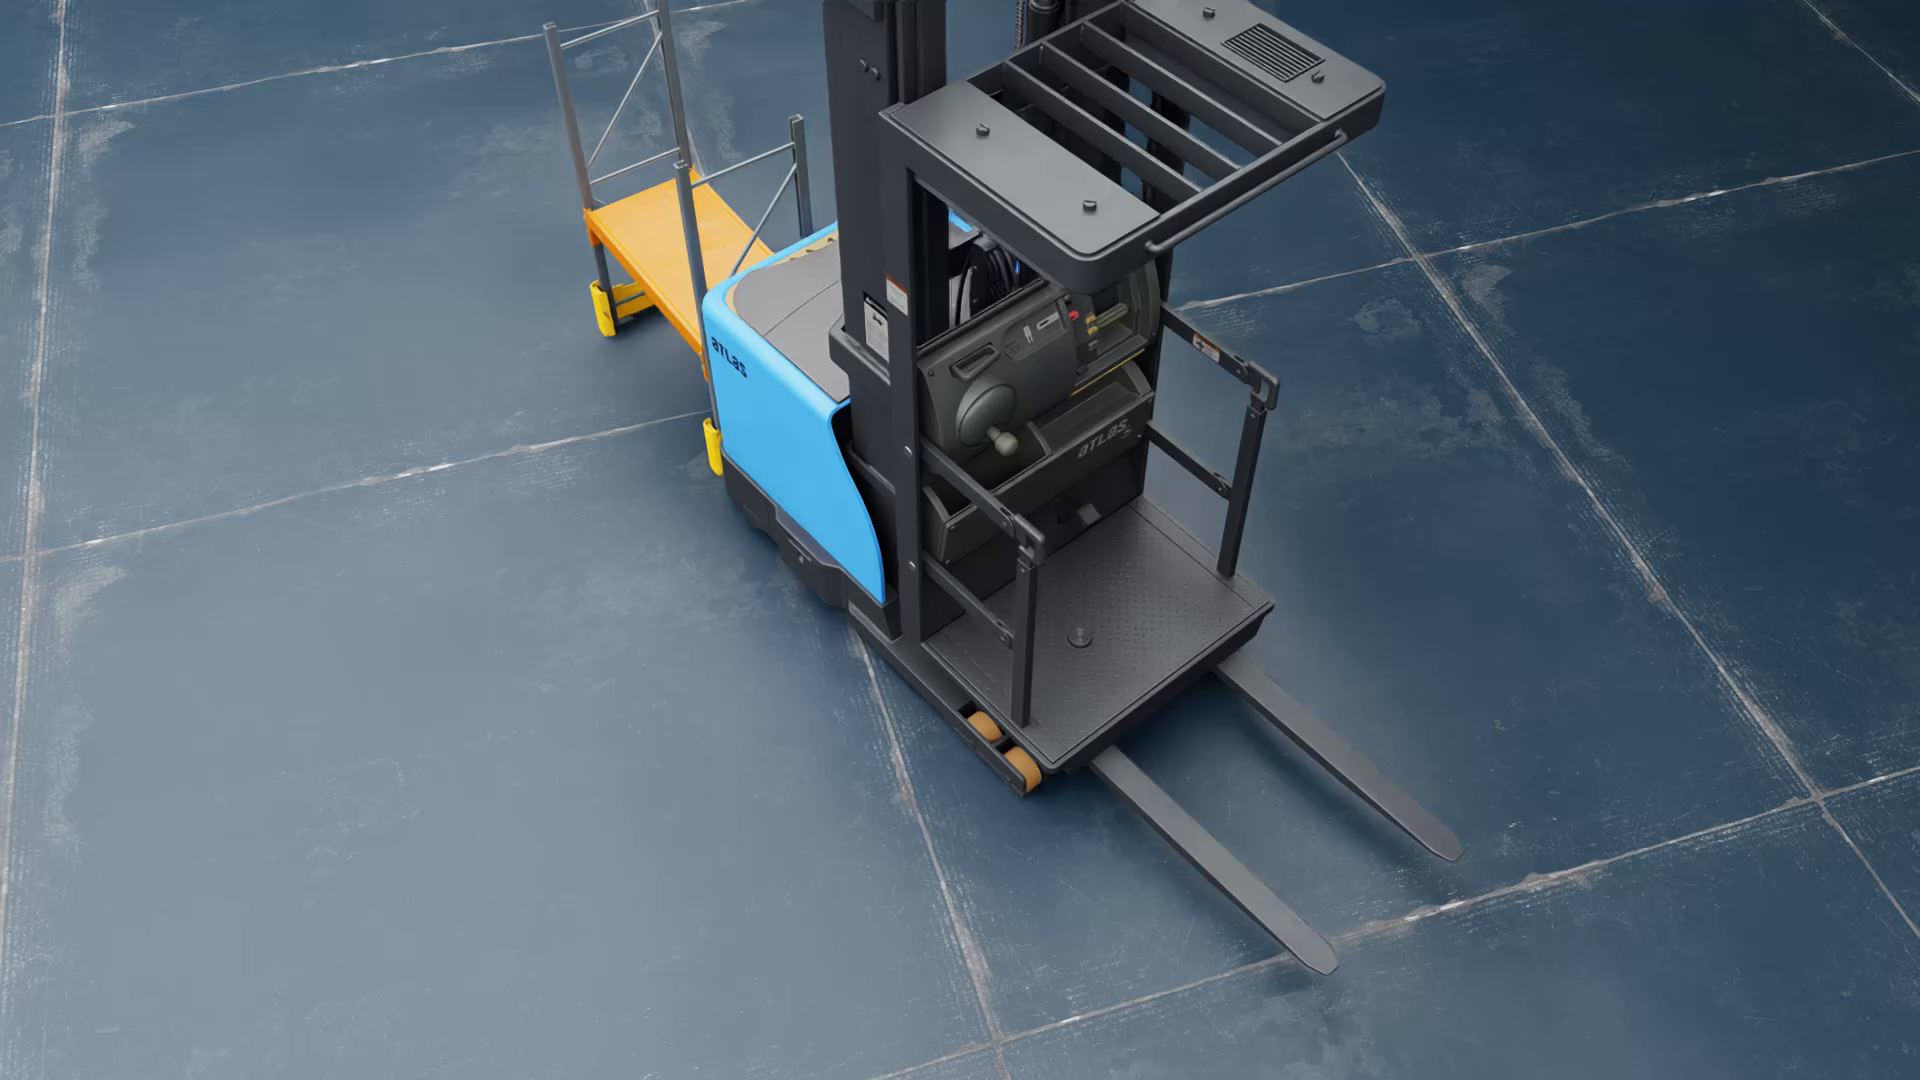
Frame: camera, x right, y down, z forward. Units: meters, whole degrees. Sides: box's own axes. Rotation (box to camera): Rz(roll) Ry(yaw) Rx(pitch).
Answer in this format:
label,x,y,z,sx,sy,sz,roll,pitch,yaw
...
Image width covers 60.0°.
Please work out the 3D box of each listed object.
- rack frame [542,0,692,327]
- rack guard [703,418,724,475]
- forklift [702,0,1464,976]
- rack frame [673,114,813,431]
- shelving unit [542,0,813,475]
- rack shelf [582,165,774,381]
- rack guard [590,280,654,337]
label,x,y,z,sx,sy,sz,roll,pitch,yaw
rack frame,-1.342,-1.533,6.851,0.500,1.500,0.032,-28,55,-22
rack guard,-0.764,-0.492,6.791,0.587,0.250,0.087,-28,55,-22
forklift,0.405,-0.506,5.049,1.130,2.935,3.031,-33,57,-25
rack frame,-0.763,-0.894,6.312,0.500,1.500,0.032,-28,55,-22
shelving unit,-1.047,-1.208,6.577,0.587,1.500,1.083,-28,55,-22
rack shelf,-1.052,-1.097,6.719,0.538,0.185,1.000,-28,55,-22
rack guard,-1.330,-1.118,7.319,0.587,0.250,0.087,-28,55,-22
